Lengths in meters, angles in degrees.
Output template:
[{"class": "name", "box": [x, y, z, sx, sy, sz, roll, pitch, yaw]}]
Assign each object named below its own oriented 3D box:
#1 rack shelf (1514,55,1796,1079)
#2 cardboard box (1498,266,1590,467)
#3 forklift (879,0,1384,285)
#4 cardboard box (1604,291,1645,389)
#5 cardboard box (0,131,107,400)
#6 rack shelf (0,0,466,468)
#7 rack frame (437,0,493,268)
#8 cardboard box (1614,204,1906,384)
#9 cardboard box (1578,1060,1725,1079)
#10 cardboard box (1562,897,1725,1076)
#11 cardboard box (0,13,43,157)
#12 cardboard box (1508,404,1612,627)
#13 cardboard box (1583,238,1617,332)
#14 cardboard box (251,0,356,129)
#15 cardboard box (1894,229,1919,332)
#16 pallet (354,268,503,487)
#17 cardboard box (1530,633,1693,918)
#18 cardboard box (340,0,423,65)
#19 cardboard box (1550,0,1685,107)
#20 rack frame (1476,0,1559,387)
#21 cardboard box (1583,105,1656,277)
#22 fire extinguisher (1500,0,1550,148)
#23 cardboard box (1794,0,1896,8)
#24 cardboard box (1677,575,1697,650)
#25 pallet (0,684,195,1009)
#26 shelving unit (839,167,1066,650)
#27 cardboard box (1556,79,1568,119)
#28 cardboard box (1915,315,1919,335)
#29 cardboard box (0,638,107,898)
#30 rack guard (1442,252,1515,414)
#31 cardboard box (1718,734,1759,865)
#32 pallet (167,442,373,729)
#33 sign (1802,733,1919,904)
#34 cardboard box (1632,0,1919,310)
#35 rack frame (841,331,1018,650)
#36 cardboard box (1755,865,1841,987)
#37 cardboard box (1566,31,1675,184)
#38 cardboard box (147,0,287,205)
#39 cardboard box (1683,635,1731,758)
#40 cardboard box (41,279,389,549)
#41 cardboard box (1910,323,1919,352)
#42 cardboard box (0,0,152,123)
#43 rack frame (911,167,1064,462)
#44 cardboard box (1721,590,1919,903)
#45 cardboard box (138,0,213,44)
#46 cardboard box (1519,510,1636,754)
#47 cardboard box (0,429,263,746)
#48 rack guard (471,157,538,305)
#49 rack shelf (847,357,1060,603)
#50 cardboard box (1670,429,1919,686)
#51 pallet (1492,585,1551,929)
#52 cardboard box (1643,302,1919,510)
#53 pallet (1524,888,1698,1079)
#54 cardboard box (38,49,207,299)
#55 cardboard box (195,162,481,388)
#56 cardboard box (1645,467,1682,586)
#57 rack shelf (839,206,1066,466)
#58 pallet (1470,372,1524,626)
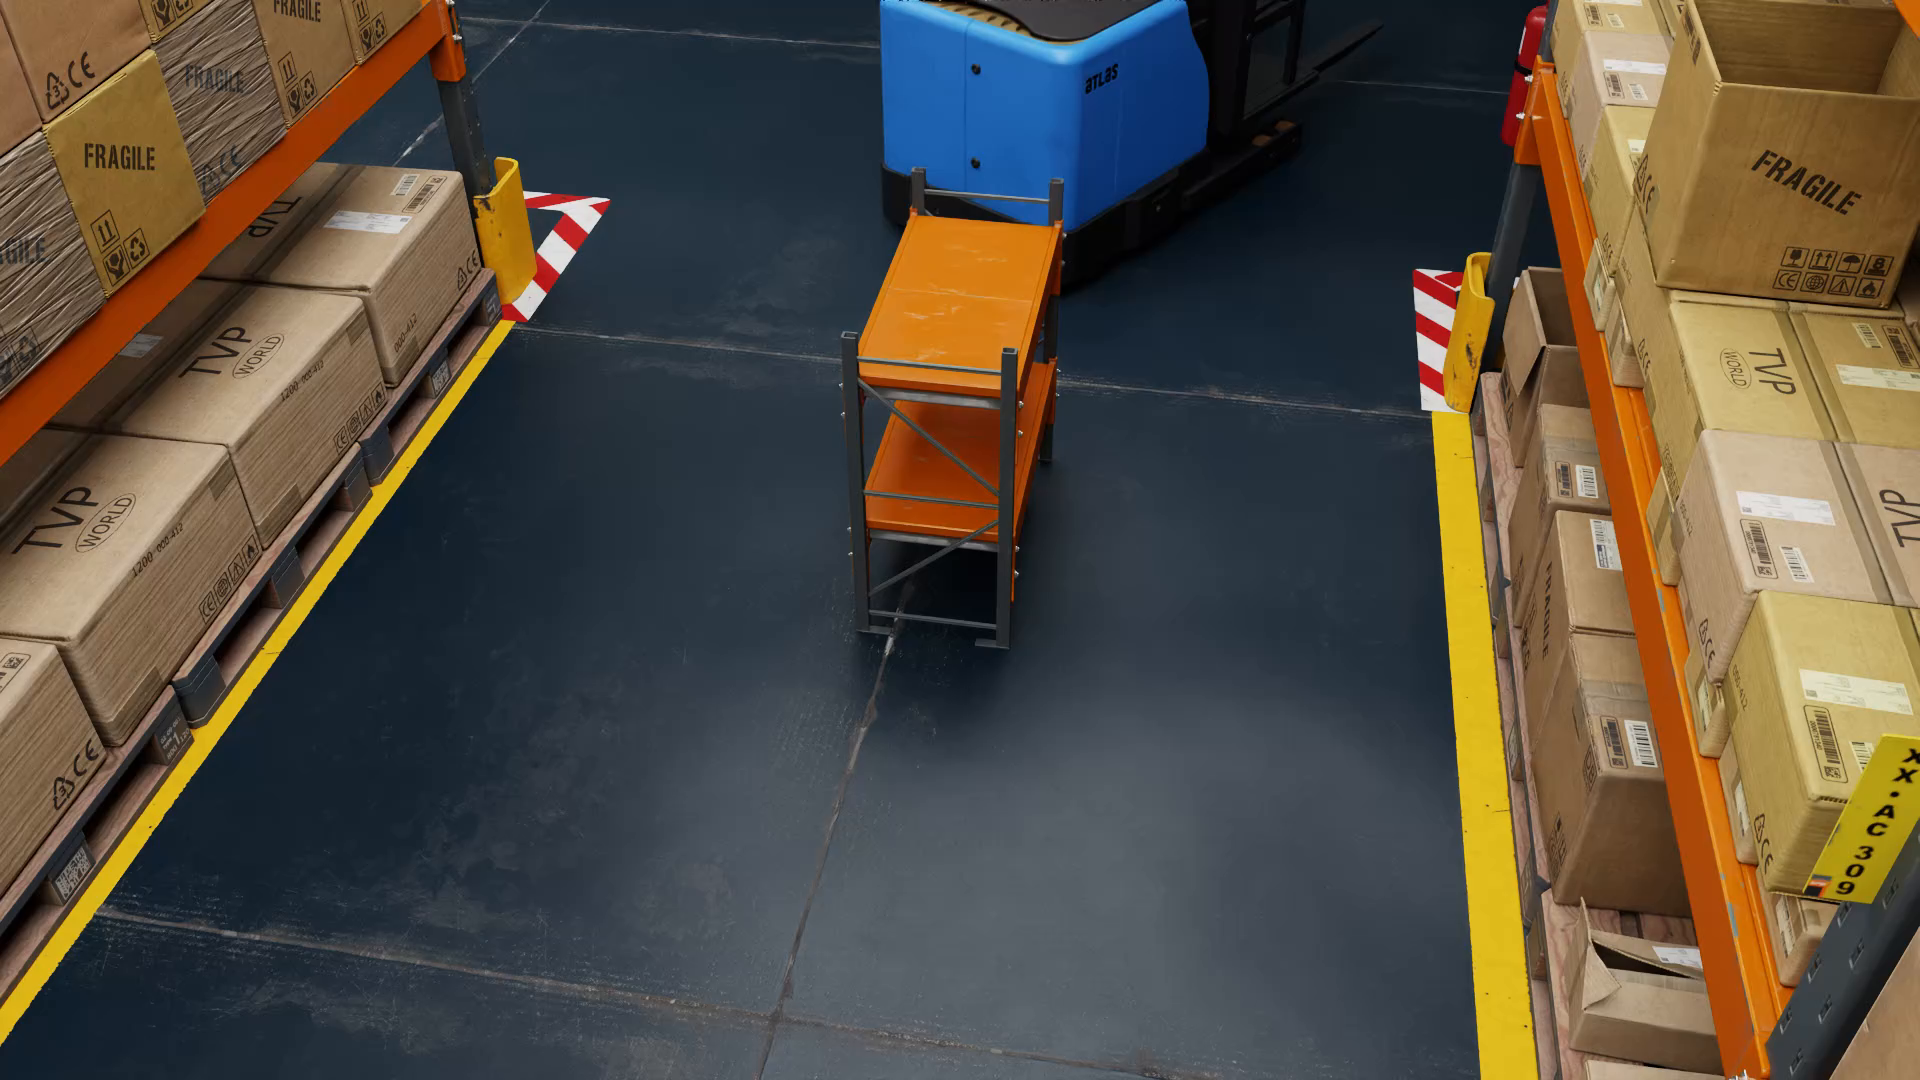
[{"class": "rack shelf", "box": [2.128, -0.207, 4.210, 1.077, 0.370, 4.000, 6, 40, 8]}, {"class": "cardboard box", "box": [2.275, -0.565, 5.709, 0.797, 0.503, 0.637, 5, 40, 6]}, {"class": "forklift", "box": [0.986, -3.058, 7.148, 1.130, 2.935, 3.031, 28, 47, 30]}, {"class": "cardboard box", "box": [1.850, -0.496, 4.193, 0.380, 0.149, 0.250, 7, 40, 9]}, {"class": "cardboard box", "box": [-2.585, -0.705, 4.170, 0.500, 0.500, 0.500, 7, 40, 8]}, {"class": "rack shelf", "box": [-2.761, -0.752, 4.869, 1.077, 0.370, 4.000, 6, 40, 8]}, {"class": "rack frame", "box": [-2.415, -2.284, 6.158, 1.000, 3.000, 0.127, 6, 40, 8]}, {"class": "cardboard box", "box": [1.891, -0.583, 3.985, 0.500, 0.250, 0.500, 5, 40, 7]}, {"class": "cardboard box", "box": [1.589, 1.326, 3.700, 0.380, 0.149, 0.250, 5, 40, 6]}, {"class": "cardboard box", "box": [1.651, 1.057, 3.933, 0.396, 0.266, 0.258, 8, 40, 9]}, {"class": "cardboard box", "box": [-2.593, -1.106, 3.871, 0.500, 0.500, 0.500, 7, 40, 9]}, {"class": "cardboard box", "box": [2.089, -0.032, 5.067, 0.700, 0.500, 0.500, 8, 40, 9]}, {"class": "cardboard box", "box": [1.875, -0.663, 4.395, 0.380, 0.149, 0.250, 5, 40, 6]}, {"class": "cardboard box", "box": [-2.340, -1.677, 5.346, 0.500, 0.500, 0.500, 6, 40, 7]}, {"class": "cardboard box", "box": [2.385, -0.516, 3.904, 0.500, 0.250, 0.500, 6, 40, 8]}, {"class": "pallet", "box": [-2.476, -0.699, 6.430, 1.003, 0.211, 1.213, 6, 40, 8]}, {"class": "cardboard box", "box": [1.909, 0.620, 4.279, 0.700, 0.500, 0.500, 5, 40, 6]}, {"class": "cardboard box", "box": [-2.238, -1.991, 5.725, 0.500, 0.500, 0.500, 7, 40, 8]}, {"class": "cardboard box", "box": [2.130, -1.541, 5.144, 0.500, 0.250, 0.500, 7, 40, 8]}, {"class": "rack frame", "box": [2.474, -1.739, 5.499, 1.000, 3.000, 0.127, 6, 40, 8]}, {"class": "cardboard box", "box": [1.959, -0.906, 4.376, 0.500, 0.250, 0.500, 6, 40, 7]}, {"class": "fire extinguisher", "box": [2.044, -1.709, 5.816, 0.296, 0.674, 0.183, 6, 40, 8]}, {"class": "cardboard box", "box": [2.656, -1.478, 5.068, 0.500, 0.250, 0.500, 7, 40, 9]}, {"class": "cardboard box", "box": [1.705, 0.147, 3.415, 0.380, 0.149, 0.250, 7, 40, 9]}, {"class": "pallet", "box": [-2.899, 0.832, 4.577, 1.003, 0.211, 1.213, 6, 40, 8]}, {"class": "shelving unit", "box": [0.001, -0.438, 5.397, 0.538, 1.125, 1.048, 6, 40, 8]}, {"class": "cardboard box", "box": [2.147, -1.466, 5.366, 0.380, 0.149, 0.250, 6, 40, 7]}, {"class": "cardboard box", "box": [2.302, -0.480, 3.272, 0.500, 0.500, 0.500, 5, 40, 6]}, {"class": "cardboard box", "box": [-2.893, 0.670, 4.267, 0.875, 0.438, 0.875, 6, 40, 7]}, {"class": "rack guard", "box": [2.461, -0.728, 6.238, 1.175, 0.500, 0.348, 6, 40, 8]}, {"class": "cardboard box", "box": [1.612, 0.474, 3.019, 0.380, 0.149, 0.250, 7, 40, 9]}, {"class": "pallet", "box": [-2.690, 0.065, 5.506, 1.003, 0.211, 1.213, 6, 40, 8]}, {"class": "sign", "box": [1.246, 0.383, 2.254, 0.100, 0.325, 0.005, 6, 40, 8]}, {"class": "cardboard box", "box": [1.871, -0.888, 3.766, 0.500, 0.500, 0.500, 7, 40, 9]}, {"class": "rack frame", "box": [-0.087, -0.119, 5.011, 0.500, 1.125, 0.032, 6, 40, 8]}, {"class": "cardboard box", "box": [1.588, 0.640, 2.819, 0.380, 0.149, 0.250, 7, 40, 8]}, {"class": "cardboard box", "box": [2.043, -1.224, 4.761, 0.500, 0.250, 0.500, 7, 40, 8]}, {"class": "cardboard box", "box": [-2.419, -1.353, 4.954, 0.500, 0.500, 0.500, 7, 40, 9]}, {"class": "cardboard box", "box": [1.633, 0.309, 3.220, 0.380, 0.149, 0.250, 7, 40, 9]}, {"class": "cardboard box", "box": [-2.581, -0.458, 5.631, 0.875, 0.438, 0.875, 7, 40, 9]}, {"class": "cardboard box", "box": [2.305, -0.206, 3.529, 0.500, 0.250, 0.500, 7, 40, 9]}, {"class": "cardboard box", "box": [-2.503, -1.422, 4.253, 0.500, 0.500, 0.500, 6, 40, 7]}, {"class": "rack frame", "box": [0.089, -0.757, 5.783, 0.500, 1.125, 0.032, 6, 40, 8]}, {"class": "cardboard box", "box": [1.630, 0.368, 2.835, 0.500, 0.250, 0.500, 7, 40, 9]}, {"class": "cardboard box", "box": [-2.414, -1.738, 4.635, 0.500, 0.500, 0.500, 6, 40, 7]}, {"class": "cardboard box", "box": [1.899, 0.289, 4.679, 0.500, 0.500, 0.500, 7, 40, 8]}, {"class": "cardboard box", "box": [-2.739, 0.108, 4.947, 0.875, 0.438, 0.875, 5, 40, 6]}, {"class": "rack guard", "box": [-2.411, -1.336, 6.973, 1.175, 0.500, 0.348, 6, 40, 8]}, {"class": "rack shelf", "box": [0.001, -0.249, 5.553, 0.538, 0.278, 1.000, 6, 40, 8]}, {"class": "cardboard box", "box": [1.702, 0.052, 3.217, 0.500, 0.250, 0.500, 7, 40, 8]}, {"class": "pallet", "box": [2.111, 0.647, 4.802, 1.003, 0.211, 1.213, 6, 40, 8]}, {"class": "cardboard box", "box": [1.801, -0.260, 3.594, 0.500, 0.250, 0.500, 6, 40, 7]}, {"class": "pallet", "box": [1.902, 1.415, 3.873, 1.003, 0.211, 1.213, 6, 40, 8]}, {"class": "cardboard box", "box": [-2.496, -1.028, 4.561, 0.500, 0.500, 0.500, 8, 40, 9]}, {"class": "cardboard box", "box": [-2.431, -1.033, 6.327, 0.875, 0.438, 0.875, 5, 40, 6]}, {"class": "cardboard box", "box": [1.722, -0.016, 3.613, 0.380, 0.149, 0.250, 6, 40, 7]}, {"class": "rack shelf", "box": [0.001, -0.663, 5.210, 0.538, 0.278, 1.000, 6, 40, 8]}, {"class": "pallet", "box": [2.324, -0.116, 5.725, 1.003, 0.211, 1.213, 6, 40, 8]}]
